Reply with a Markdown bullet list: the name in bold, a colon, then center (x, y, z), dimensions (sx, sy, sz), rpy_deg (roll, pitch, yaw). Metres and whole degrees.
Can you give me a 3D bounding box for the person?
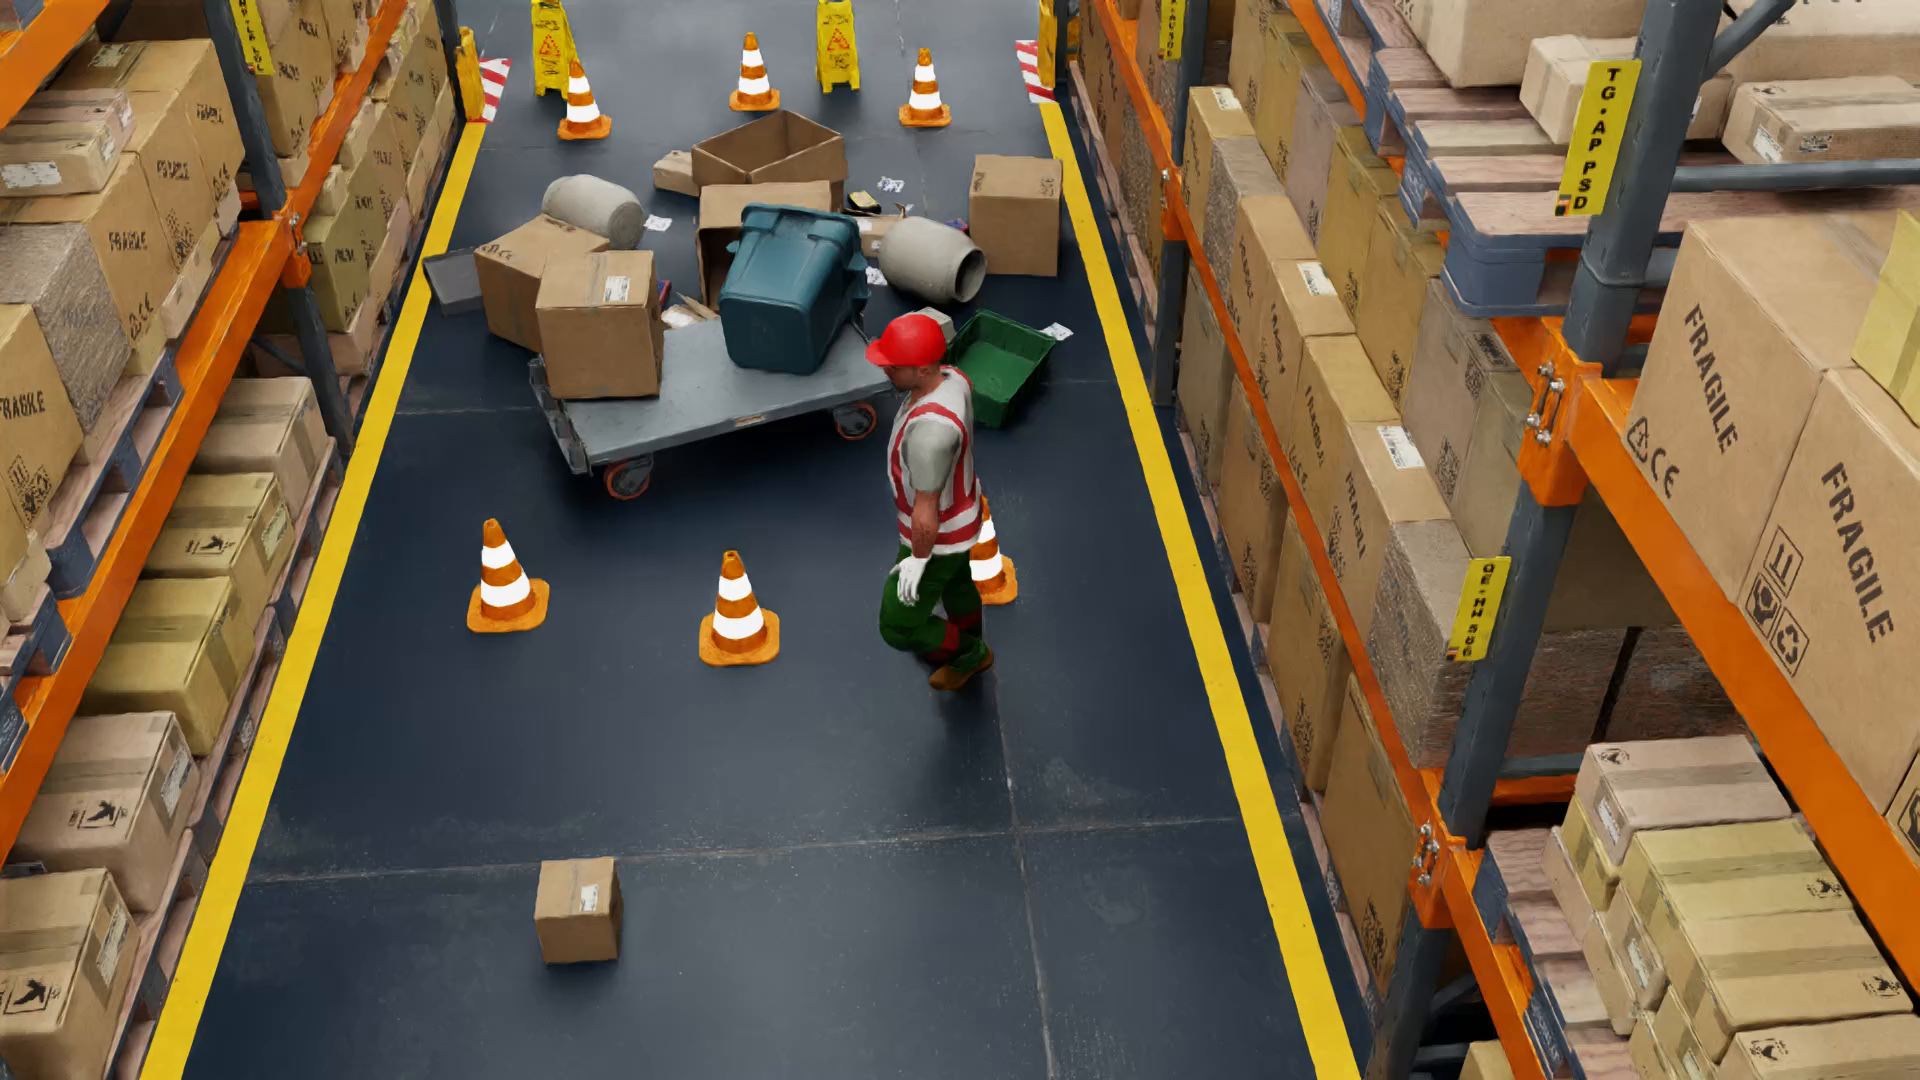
- **person**: center (-0.093, -0.065, 6.176), dimensions (0.459, 1.770, 0.671), rpy_deg (2, 39, 3)
